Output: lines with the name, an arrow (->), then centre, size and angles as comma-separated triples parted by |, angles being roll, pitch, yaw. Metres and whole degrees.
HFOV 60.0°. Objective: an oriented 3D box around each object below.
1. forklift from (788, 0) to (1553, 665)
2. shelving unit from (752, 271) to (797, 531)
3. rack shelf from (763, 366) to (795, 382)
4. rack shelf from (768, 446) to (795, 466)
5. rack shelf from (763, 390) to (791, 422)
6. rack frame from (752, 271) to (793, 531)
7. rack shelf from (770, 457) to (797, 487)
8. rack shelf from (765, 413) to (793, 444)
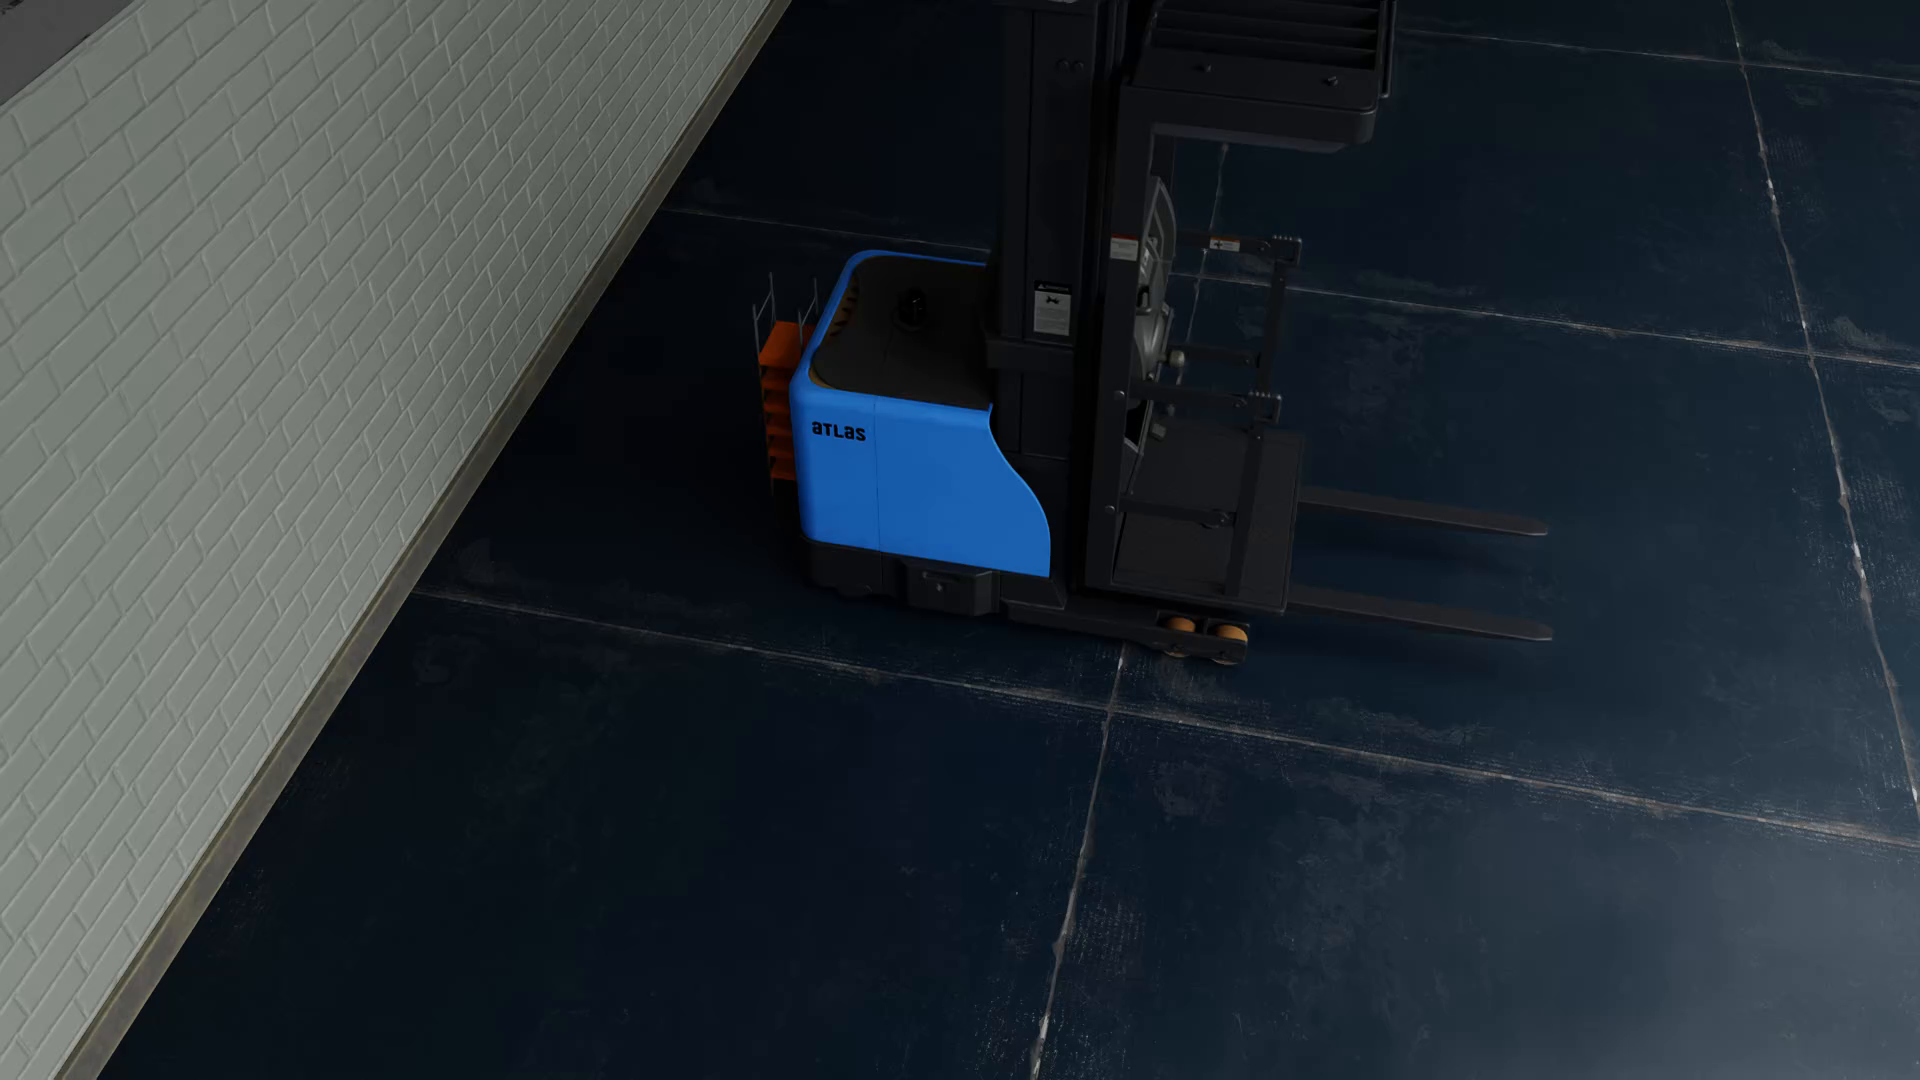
forklift -> 0.905, -0.912, 6.141 | 3.031, 2.797, 1.129 | 9, 45, 9
shelving unit -> -0.687, -0.538, 6.904 | 0.184, 1.200, 0.258 | 9, 45, 9
rack shelf -> -0.685, -0.698, 6.749 | 0.171, 0.034, 0.221 | 9, 45, 9
rack shelf -> -0.685, -0.419, 7.017 | 0.180, 0.103, 0.258 | 9, 45, 9
rack shelf -> -0.685, -0.592, 6.851 | 0.180, 0.103, 0.258 | 9, 45, 9
rack frame -> -0.774, -0.551, 6.918 | 0.006, 1.200, 0.240 | 9, 45, 9
rack shelf -> -0.685, -0.333, 7.101 | 0.180, 0.103, 0.258 | 9, 45, 9
rack shelf -> -0.685, -0.506, 6.934 | 0.180, 0.103, 0.258 | 9, 45, 9
